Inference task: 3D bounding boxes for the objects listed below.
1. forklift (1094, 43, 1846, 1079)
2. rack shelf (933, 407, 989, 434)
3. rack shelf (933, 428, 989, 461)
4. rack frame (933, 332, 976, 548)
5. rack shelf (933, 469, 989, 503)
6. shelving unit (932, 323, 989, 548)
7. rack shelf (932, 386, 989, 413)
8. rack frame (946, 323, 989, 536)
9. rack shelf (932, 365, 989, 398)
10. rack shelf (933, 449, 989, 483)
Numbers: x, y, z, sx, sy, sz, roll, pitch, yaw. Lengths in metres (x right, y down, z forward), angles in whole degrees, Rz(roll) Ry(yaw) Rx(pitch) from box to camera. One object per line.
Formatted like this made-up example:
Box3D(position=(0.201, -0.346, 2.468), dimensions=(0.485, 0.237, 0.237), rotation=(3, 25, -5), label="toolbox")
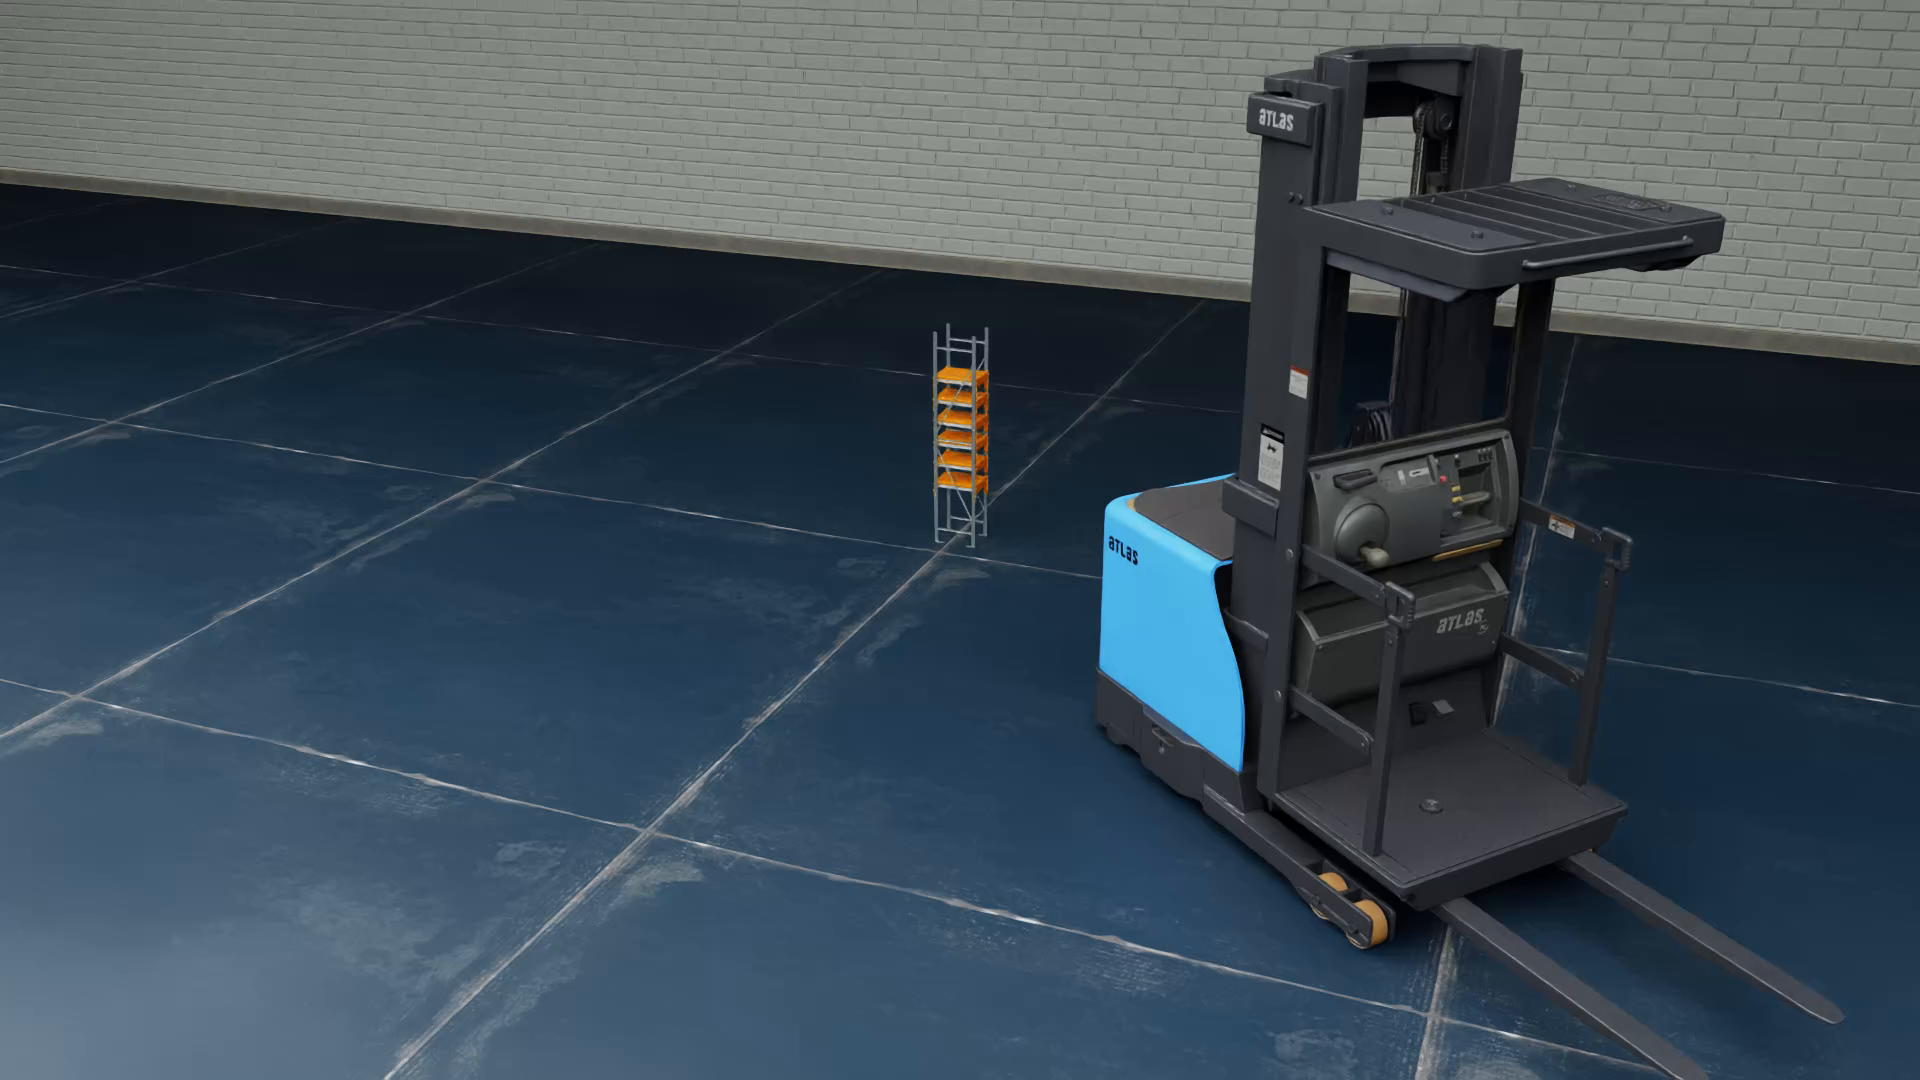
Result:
Box3D(position=(1.725, -0.121, 5.738), dimensions=(1.130, 2.935, 3.031), rotation=(-12, 25, -26), label="forklift")
Box3D(position=(0.005, -0.629, 9.002), dimensions=(0.258, 0.103, 0.180), rotation=(9, 24, 20), label="rack shelf")
Box3D(position=(0.005, -0.518, 9.048), dimensions=(0.258, 0.103, 0.180), rotation=(9, 24, 20), label="rack shelf")
Box3D(position=(-0.029, -0.526, 8.953), dimensions=(0.240, 1.200, 0.006), rotation=(9, 24, 20), label="rack frame")
Box3D(position=(0.005, -0.296, 9.141), dimensions=(0.258, 0.103, 0.180), rotation=(9, 24, 20), label="rack shelf")
Box3D(position=(0.005, -0.559, 9.031), dimensions=(0.258, 1.200, 0.189), rotation=(9, 24, 20), label="shelving unit")
Box3D(position=(0.005, -0.739, 8.956), dimensions=(0.258, 0.103, 0.180), rotation=(9, 24, 20), label="rack shelf")
Box3D(position=(0.039, -0.592, 9.110), dimensions=(0.240, 1.200, 0.006), rotation=(9, 24, 20), label="rack frame")
Box3D(position=(0.005, -0.850, 8.910), dimensions=(0.258, 0.103, 0.180), rotation=(9, 24, 20), label="rack shelf")
Box3D(position=(0.005, -0.407, 9.095), dimensions=(0.258, 0.103, 0.180), rotation=(9, 24, 20), label="rack shelf")
